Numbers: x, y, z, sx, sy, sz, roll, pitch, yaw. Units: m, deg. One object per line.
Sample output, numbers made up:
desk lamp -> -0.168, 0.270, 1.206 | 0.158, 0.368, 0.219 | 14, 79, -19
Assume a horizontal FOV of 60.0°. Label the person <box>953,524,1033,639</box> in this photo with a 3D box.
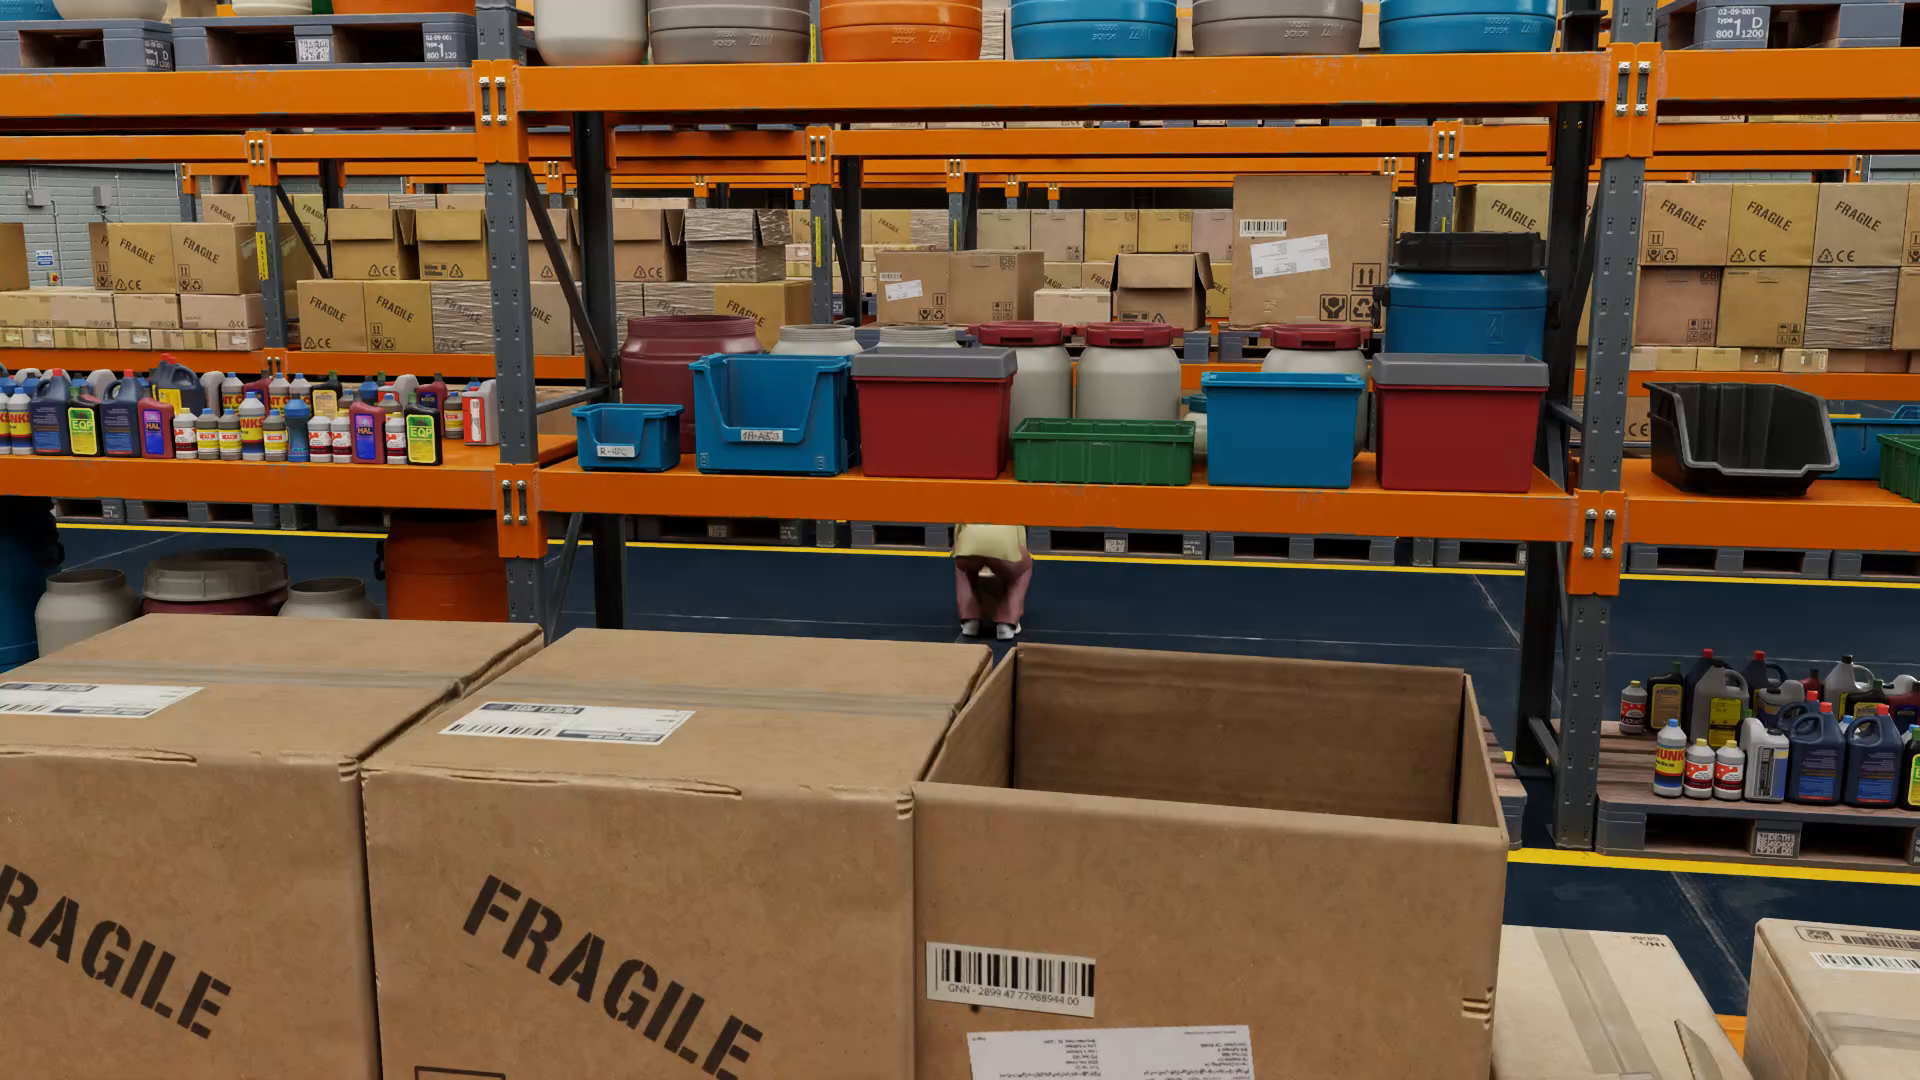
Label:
person -> 0.171, 0.149, 9.225 | 0.450, 0.721, 0.863 | 1, 11, 7
